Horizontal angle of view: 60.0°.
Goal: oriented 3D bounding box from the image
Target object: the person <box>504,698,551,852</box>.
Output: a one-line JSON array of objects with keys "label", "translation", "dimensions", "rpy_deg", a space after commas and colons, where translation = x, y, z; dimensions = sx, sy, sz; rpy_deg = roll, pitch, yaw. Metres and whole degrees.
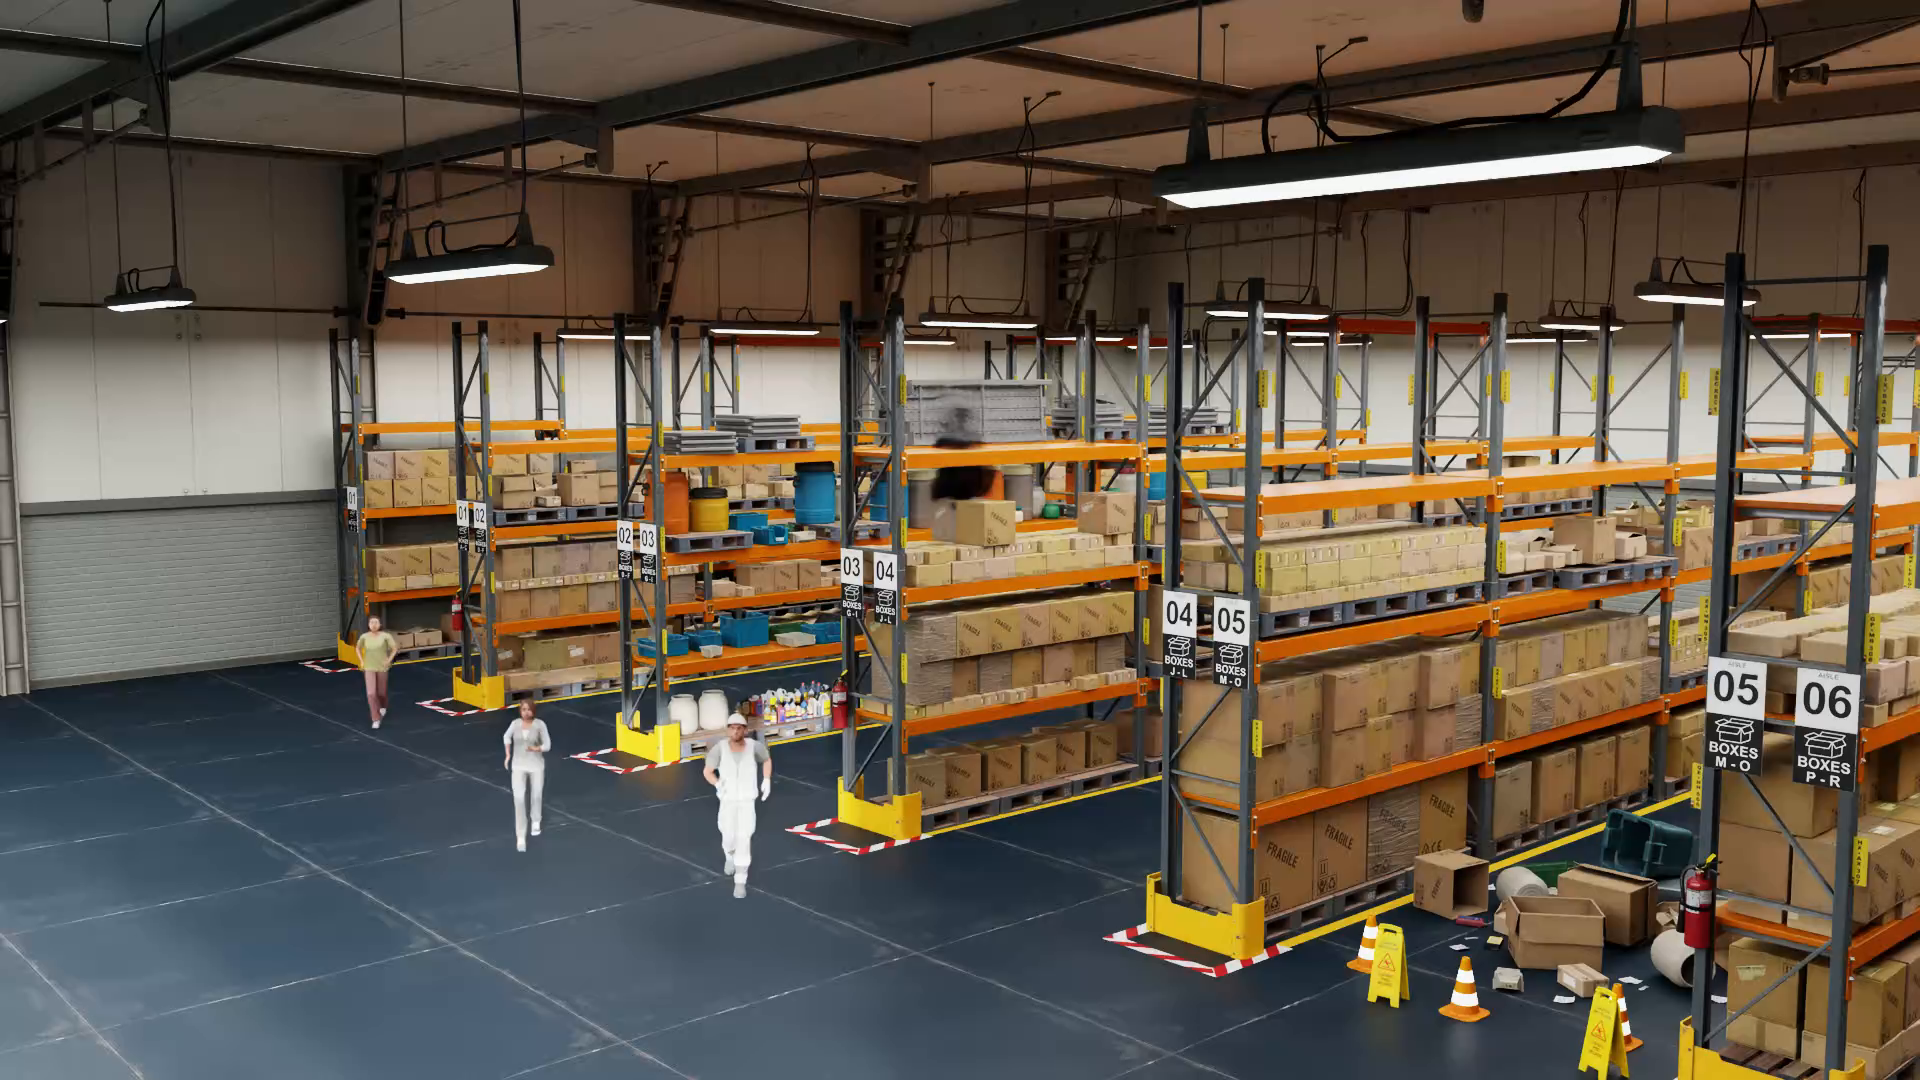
[{"label": "person", "translation": [-4.762, 2.555, 18.323], "dimensions": [0.510, 1.642, 0.728], "rpy_deg": [-1, 6, -13]}]

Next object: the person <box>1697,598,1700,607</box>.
[{"label": "person", "translation": [11.665, 1.765, 26.011], "dimensions": [0.693, 1.763, 0.624], "rpy_deg": [-4, 7, -35]}]

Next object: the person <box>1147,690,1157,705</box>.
[{"label": "person", "translation": [2.790, 1.835, 24.996], "dimensions": [0.695, 1.720, 0.583], "rpy_deg": [4, 7, 38]}]

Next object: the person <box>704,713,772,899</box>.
[{"label": "person", "translation": [-2.235, 2.621, 16.763], "dimensions": [0.685, 1.796, 0.862], "rpy_deg": [-1, 6, -6]}]

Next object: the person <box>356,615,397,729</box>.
[{"label": "person", "translation": [-8.628, 1.917, 24.609], "dimensions": [0.595, 1.644, 0.774], "rpy_deg": [-1, 6, -13]}]
